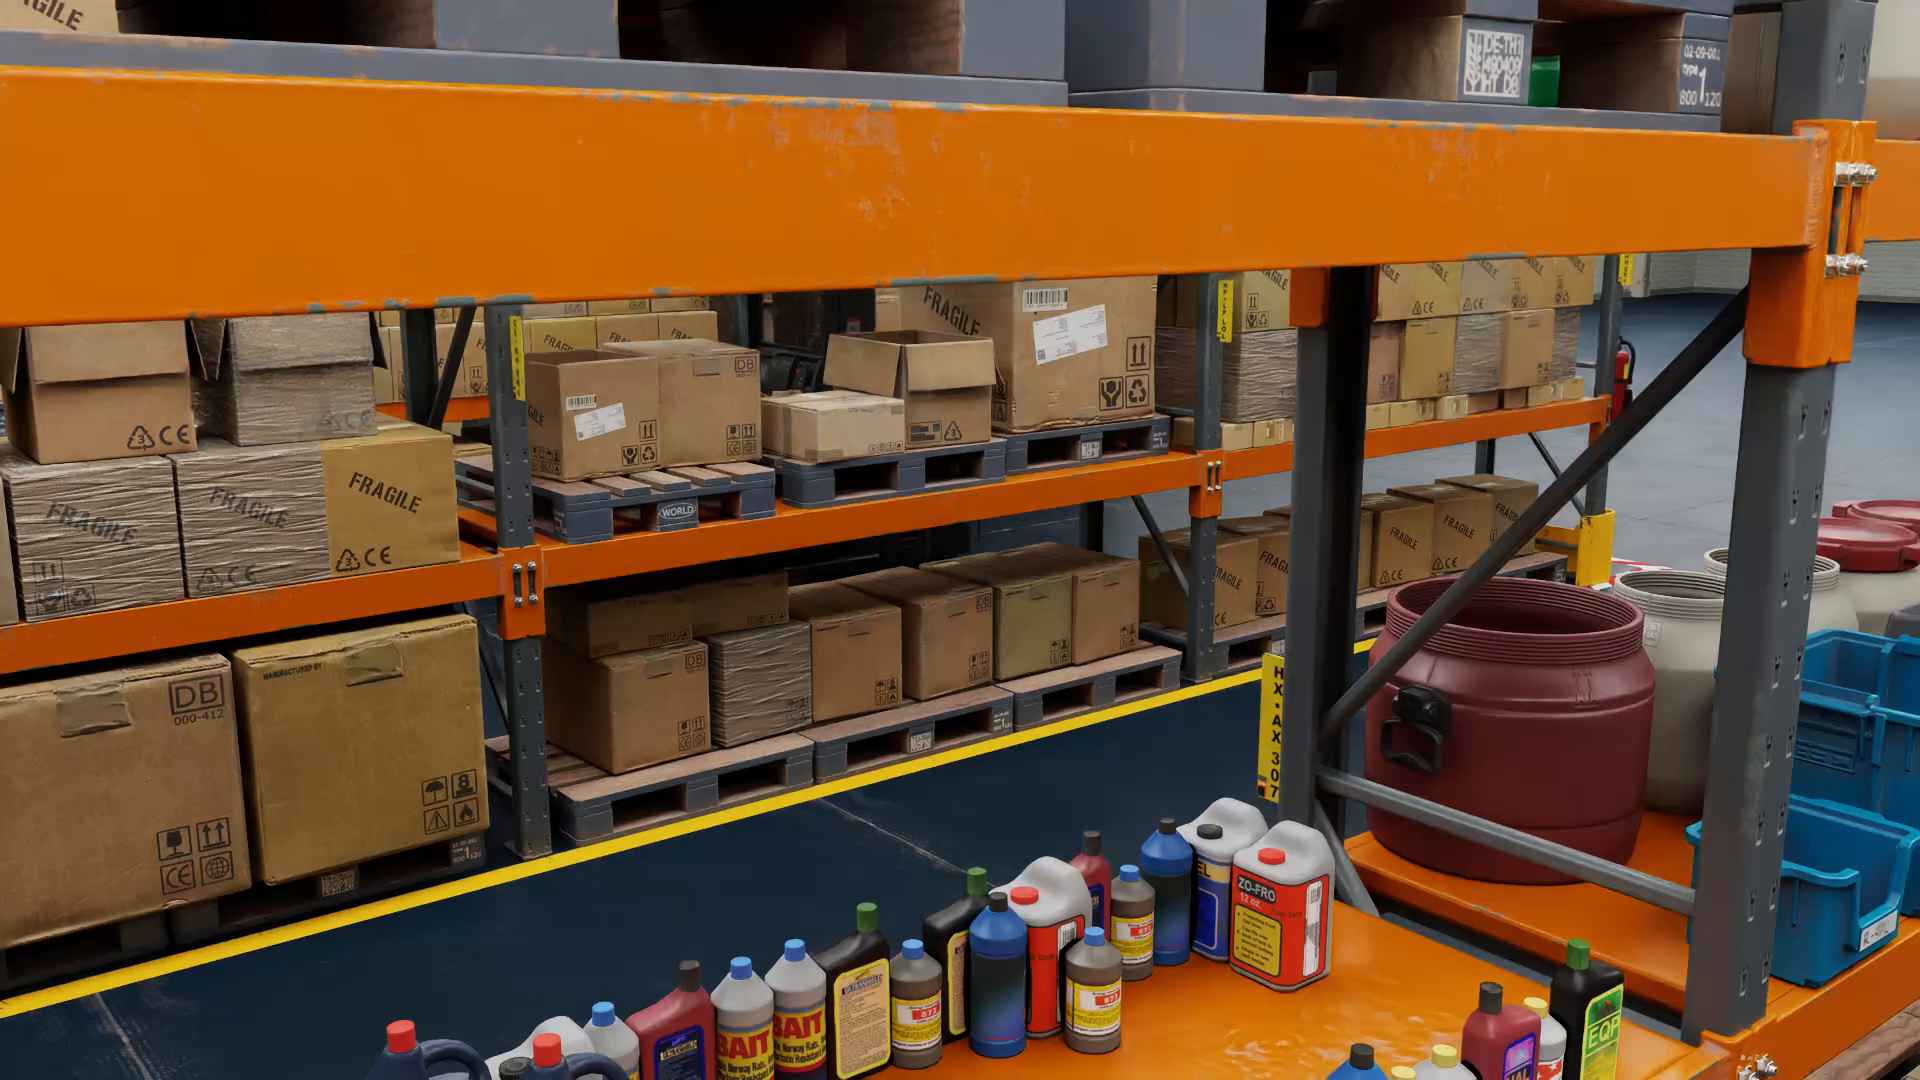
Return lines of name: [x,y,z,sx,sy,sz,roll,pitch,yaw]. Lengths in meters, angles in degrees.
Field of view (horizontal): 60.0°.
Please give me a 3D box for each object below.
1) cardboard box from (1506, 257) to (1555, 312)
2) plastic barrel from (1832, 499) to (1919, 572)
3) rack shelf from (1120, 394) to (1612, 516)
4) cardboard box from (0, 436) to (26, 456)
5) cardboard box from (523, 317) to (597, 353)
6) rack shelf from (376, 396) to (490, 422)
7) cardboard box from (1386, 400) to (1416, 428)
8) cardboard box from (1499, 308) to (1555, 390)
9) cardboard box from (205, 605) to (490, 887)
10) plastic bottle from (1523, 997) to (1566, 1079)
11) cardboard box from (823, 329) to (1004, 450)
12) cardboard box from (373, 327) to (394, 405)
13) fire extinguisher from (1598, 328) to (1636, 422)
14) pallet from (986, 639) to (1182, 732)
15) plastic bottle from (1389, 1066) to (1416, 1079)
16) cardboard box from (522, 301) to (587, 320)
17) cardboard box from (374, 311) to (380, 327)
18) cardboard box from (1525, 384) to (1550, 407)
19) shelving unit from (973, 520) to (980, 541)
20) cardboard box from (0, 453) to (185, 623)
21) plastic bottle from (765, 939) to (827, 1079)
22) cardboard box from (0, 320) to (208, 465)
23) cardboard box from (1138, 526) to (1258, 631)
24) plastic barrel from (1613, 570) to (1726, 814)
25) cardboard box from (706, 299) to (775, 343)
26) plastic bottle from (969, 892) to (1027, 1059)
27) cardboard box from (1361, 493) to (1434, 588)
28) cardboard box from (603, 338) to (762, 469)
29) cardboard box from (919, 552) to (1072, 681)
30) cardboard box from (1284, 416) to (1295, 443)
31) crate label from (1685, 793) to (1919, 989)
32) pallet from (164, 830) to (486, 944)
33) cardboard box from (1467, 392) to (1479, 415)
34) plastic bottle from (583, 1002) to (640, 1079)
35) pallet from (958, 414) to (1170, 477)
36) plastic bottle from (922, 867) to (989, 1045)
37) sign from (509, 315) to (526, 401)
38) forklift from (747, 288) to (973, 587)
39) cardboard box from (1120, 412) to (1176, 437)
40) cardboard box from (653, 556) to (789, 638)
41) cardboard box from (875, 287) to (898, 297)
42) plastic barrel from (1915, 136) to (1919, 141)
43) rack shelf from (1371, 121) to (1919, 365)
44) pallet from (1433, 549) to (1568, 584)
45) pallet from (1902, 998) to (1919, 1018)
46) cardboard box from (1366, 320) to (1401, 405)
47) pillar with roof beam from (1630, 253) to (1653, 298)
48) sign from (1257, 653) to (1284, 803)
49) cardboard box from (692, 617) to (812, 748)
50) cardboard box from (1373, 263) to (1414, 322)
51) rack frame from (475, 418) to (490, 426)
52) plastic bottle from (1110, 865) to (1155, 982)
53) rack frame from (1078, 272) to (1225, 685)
cardboard box: [3.526,-1.769,10.876,0.500,0.500,0.500,-9,15,-38]
plastic barrel: [2.701,0.176,4.749,0.433,0.535,0.433,0,12,0]
rack shelf: [2.626,-0.652,10.709,4.000,0.370,1.077,-9,15,-38]
cardboard box: [-3.408,-0.121,6.235,0.500,0.500,0.500,-10,15,-39]
cardboard box: [-2.985,-1.368,12.111,0.500,0.500,0.500,-9,15,-37]
rack shelf: [-3.517,-0.950,12.115,4.000,0.370,1.077,-9,15,-38]
cardboard box: [2.583,-0.797,10.266,0.250,0.149,0.380,-9,15,-38]
cardboard box: [3.425,-1.306,11.103,0.500,0.500,0.875,-9,15,-38]
cardboard box: [-2.611,0.695,6.739,0.875,0.875,1.225,-10,16,-40]
plastic bottle: [0.884,0.809,2.575,0.097,0.201,0.097,0,12,0]
cardboard box: [-0.232,-0.760,8.228,0.637,0.503,0.797,-8,14,-32]
cardboard box: [-4.164,-1.173,11.188,0.500,0.500,0.500,-10,15,-38]
fire extinguisher: [4.565,-1.165,11.582,0.183,0.674,0.296,-9,15,-38]
pallet: [0.457,0.721,9.225,1.213,0.211,1.003,-9,15,-38]
plastic bottle: [0.628,0.852,2.375,0.097,0.201,0.097,0,12,0]
cardboard box: [-3.135,-1.902,12.216,0.500,0.500,0.700,-9,15,-37]
cardboard box: [-4.328,-1.703,11.280,0.500,0.500,0.700,-10,15,-38]
cardboard box: [3.735,-0.997,11.206,0.250,0.149,0.380,-9,15,-38]
shelving unit: [0.011,-0.589,13.013,0.189,1.200,0.258,-9,15,-38]
cardboard box: [-3.086,-0.038,5.846,0.500,0.500,0.500,-10,16,-39]
plastic bottle: [-0.258,0.763,2.625,0.097,0.271,0.097,0,12,0]
cardboard box: [-3.151,-0.588,6.022,0.637,0.503,0.797,-9,15,-36]
cardboard box: [1.401,0.228,9.842,0.500,0.500,0.500,-10,16,-39]
plastic barrel: [1.705,0.355,3.964,0.421,0.512,0.421,0,12,0]
cardboard box: [-1.675,-1.685,13.481,0.550,0.550,0.875,-9,15,-38]
plastic bottle: [0.064,0.725,2.801,0.097,0.271,0.097,0,12,0]
cardboard box: [2.743,-0.006,10.944,0.500,0.500,0.500,-8,14,-32]
cardboard box: [-1.289,-0.645,7.692,0.500,0.500,0.700,-7,14,-29]
cardboard box: [0.187,0.398,8.990,0.500,0.500,0.700,-10,15,-38]
cardboard box: [1.801,-0.668,9.656,0.250,0.149,0.380,-9,15,-38]
crate label: [1.598,0.666,3.173,0.416,0.233,0.303,-9,15,-38]
pallet: [-2.722,1.229,6.833,1.213,0.211,1.003,-9,15,-38]
cardboard box: [3.128,-0.905,10.774,0.250,0.149,0.380,-9,15,-38]
plastic bottle: [-0.514,0.805,2.424,0.097,0.271,0.097,0,12,0]
pallet: [0.376,-0.575,9.076,1.213,0.211,1.003,-9,15,-38]
plastic bottle: [0.001,0.709,2.849,0.133,0.283,0.061,-9,15,-38]
sign: [-1.710,-0.702,6.425,0.005,0.325,0.100,-9,15,-38]
forklift: [-1.400,-1.186,11.658,3.031,2.935,1.130,-8,15,-35]
cardboard box: [1.048,-0.697,9.794,0.250,0.149,0.380,-9,15,-38]
cardboard box: [-1.147,0.253,7.868,0.500,0.250,0.500,-7,14,-31]
cardboard box: [-0.782,-2.344,13.983,0.550,0.550,0.875,-9,15,-38]
plastic barrel: [1.812,-1.206,3.157,0.600,0.901,0.600,0,12,0]
rack shelf: [2.597,-0.797,4.170,4.000,0.370,1.077,-9,15,-38]
pallet: [3.472,0.210,11.630,1.213,0.211,1.003,-9,15,-38]
pallet: [3.569,1.531,5.409,1.213,0.211,1.003,-9,15,-38]
cardboard box: [2.194,-1.127,10.259,0.500,0.500,0.875,-9,15,-38]
pillar with roof beam: [19.901,-9.860,37.899,0.548,9.000,9.100,-9,15,-38]
sign: [0.686,0.410,3.583,0.005,0.325,0.100,-9,15,-38]
cardboard box: [-1.123,0.618,7.955,0.500,0.500,0.700,-11,16,-42]
cardboard box: [2.355,-1.575,9.959,0.500,0.500,0.500,-9,15,-38]
rack frame: [-5.127,-2.352,16.981,0.127,3.000,1.000,-9,15,-38]
plastic bottle: [0.311,0.702,3.078,0.097,0.201,0.097,0,12,0]
rack frame: [1.064,-0.744,9.412,0.127,3.000,1.000,-9,15,-38]
